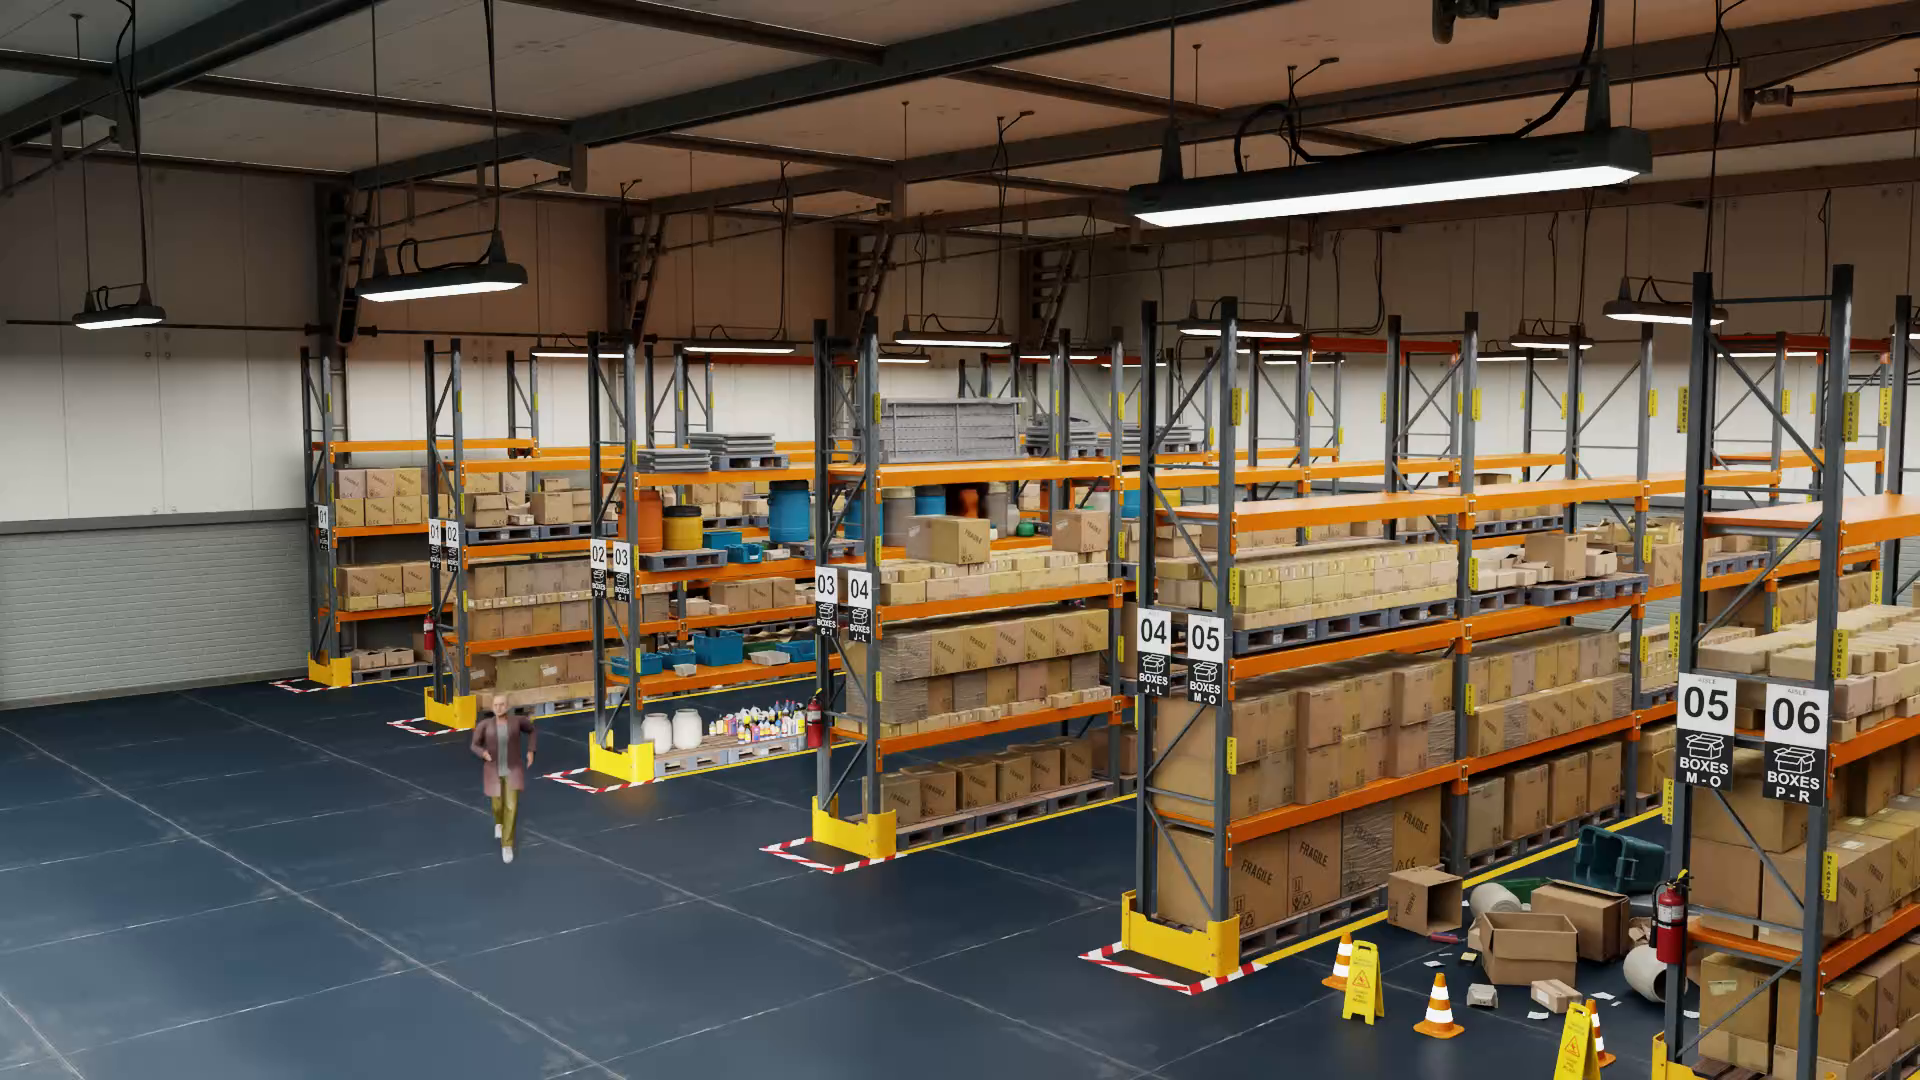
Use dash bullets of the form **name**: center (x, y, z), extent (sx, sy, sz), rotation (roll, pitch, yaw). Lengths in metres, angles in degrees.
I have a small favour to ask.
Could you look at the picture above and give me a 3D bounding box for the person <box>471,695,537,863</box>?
- **person**: center (-5.146, 2.731, 18.781), extent (0.719, 1.602, 1.055), rotation (-1, 5, -11)
